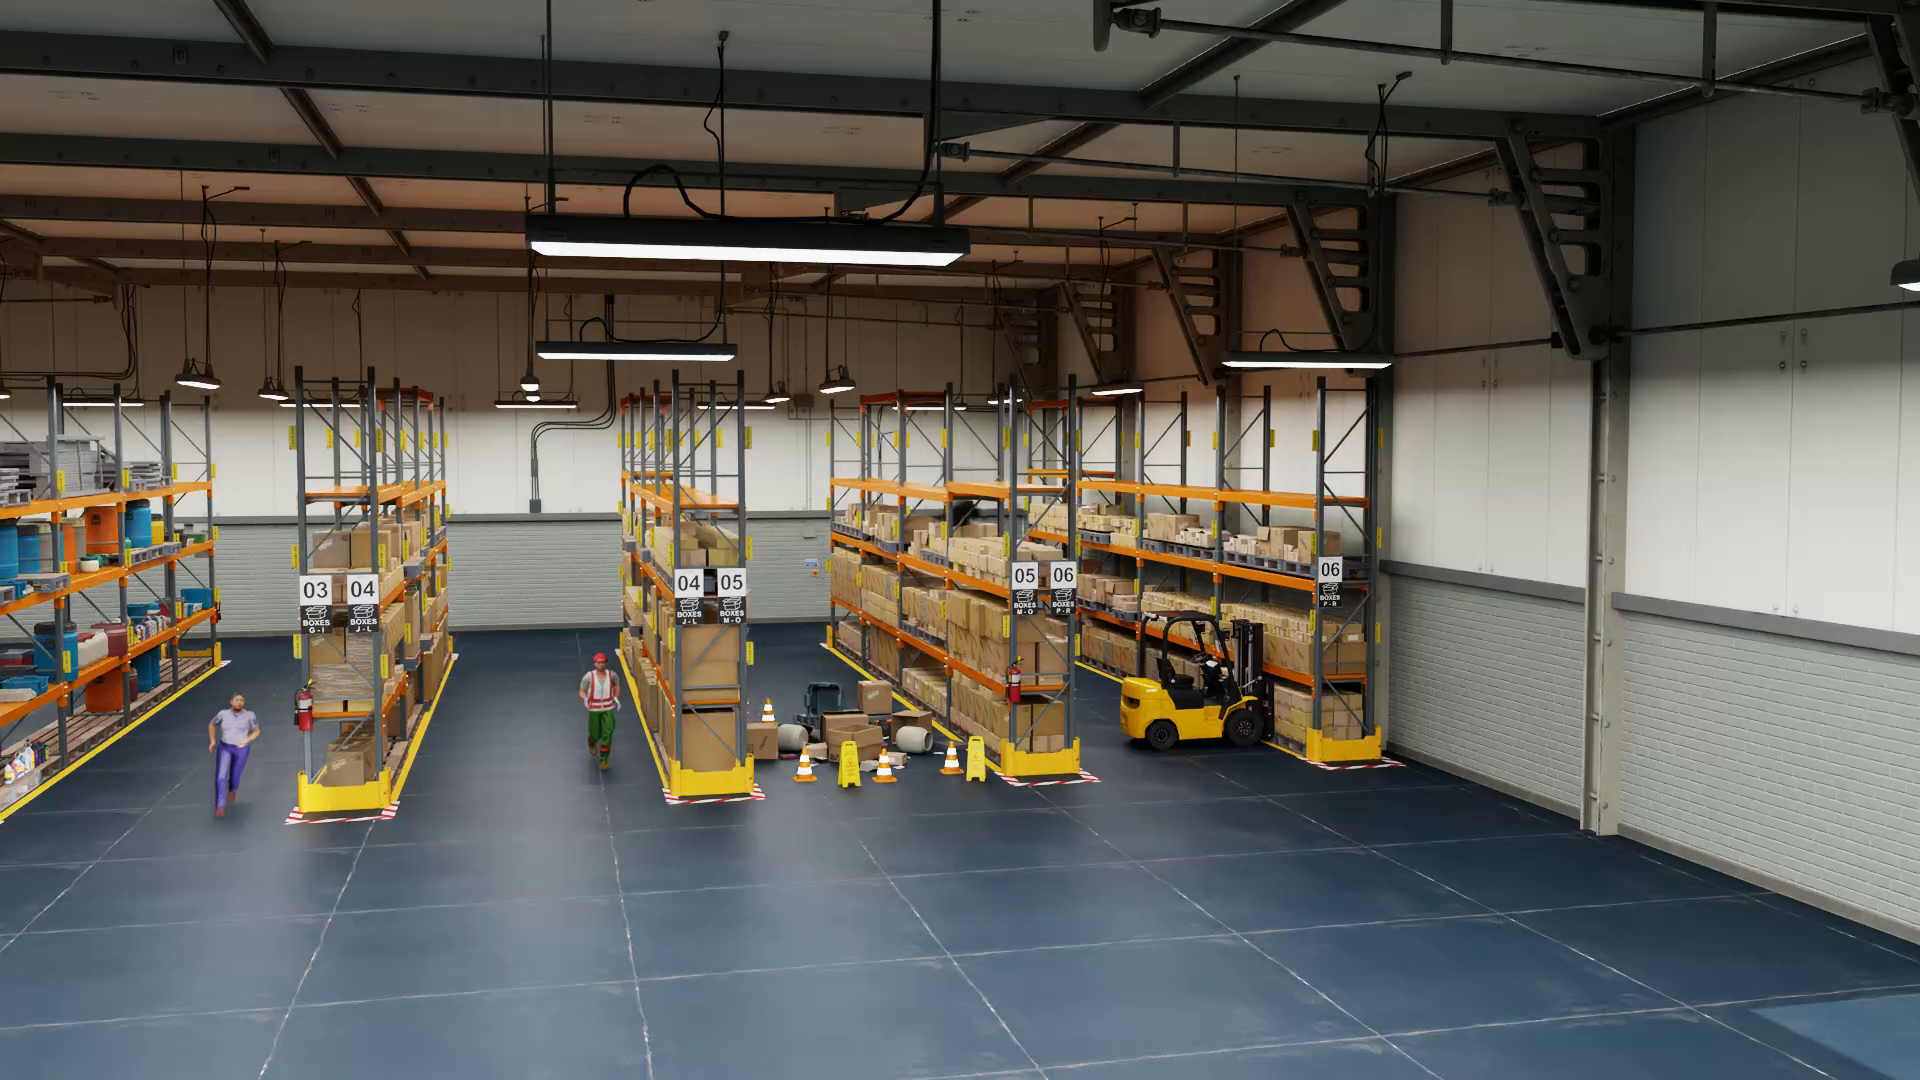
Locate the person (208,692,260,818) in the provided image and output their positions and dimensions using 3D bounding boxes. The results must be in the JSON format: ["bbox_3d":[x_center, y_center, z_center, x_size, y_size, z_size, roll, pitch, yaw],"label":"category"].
[{"bbox_3d":[-9.820,2.874,22.510,0.644,1.637,0.805,-1,4,-21],"label":"person"}]

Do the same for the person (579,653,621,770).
[{"bbox_3d":[-5.522,2.598,25.539,0.643,1.758,0.873,-1,4,-21],"label":"person"}]
